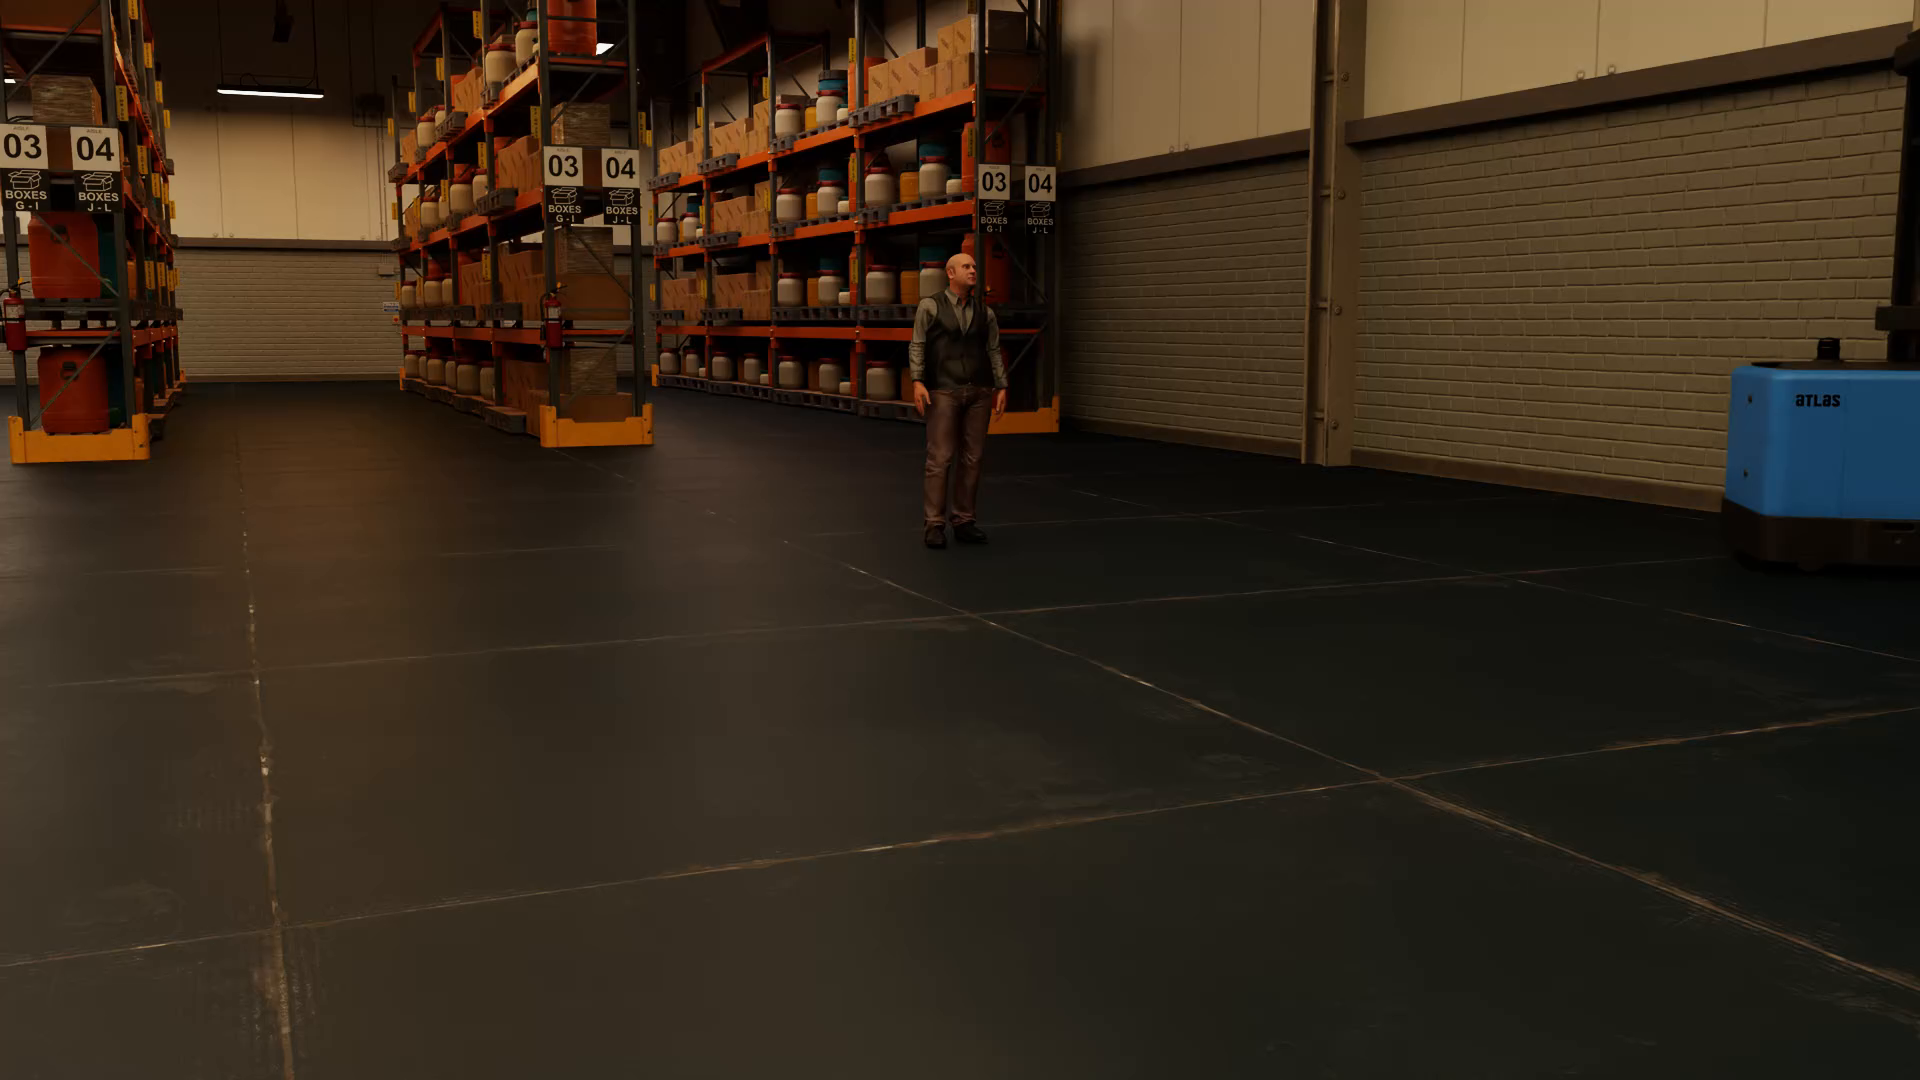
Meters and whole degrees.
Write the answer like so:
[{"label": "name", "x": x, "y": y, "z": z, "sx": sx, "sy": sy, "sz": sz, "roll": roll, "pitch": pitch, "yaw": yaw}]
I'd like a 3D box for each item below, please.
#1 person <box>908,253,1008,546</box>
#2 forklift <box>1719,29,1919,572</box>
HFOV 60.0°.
[{"label": "person", "x": 0.021, "y": -0.852, "z": 9.973, "sx": 0.632, "sy": 1.720, "sz": 0.552, "roll": -3, "pitch": 8, "yaw": -23}, {"label": "forklift", "x": 5.791, "y": -1.290, "z": 8.725, "sx": 3.031, "sy": 2.935, "sz": 1.130, "roll": 2, "pitch": 8, "yaw": 12}]
